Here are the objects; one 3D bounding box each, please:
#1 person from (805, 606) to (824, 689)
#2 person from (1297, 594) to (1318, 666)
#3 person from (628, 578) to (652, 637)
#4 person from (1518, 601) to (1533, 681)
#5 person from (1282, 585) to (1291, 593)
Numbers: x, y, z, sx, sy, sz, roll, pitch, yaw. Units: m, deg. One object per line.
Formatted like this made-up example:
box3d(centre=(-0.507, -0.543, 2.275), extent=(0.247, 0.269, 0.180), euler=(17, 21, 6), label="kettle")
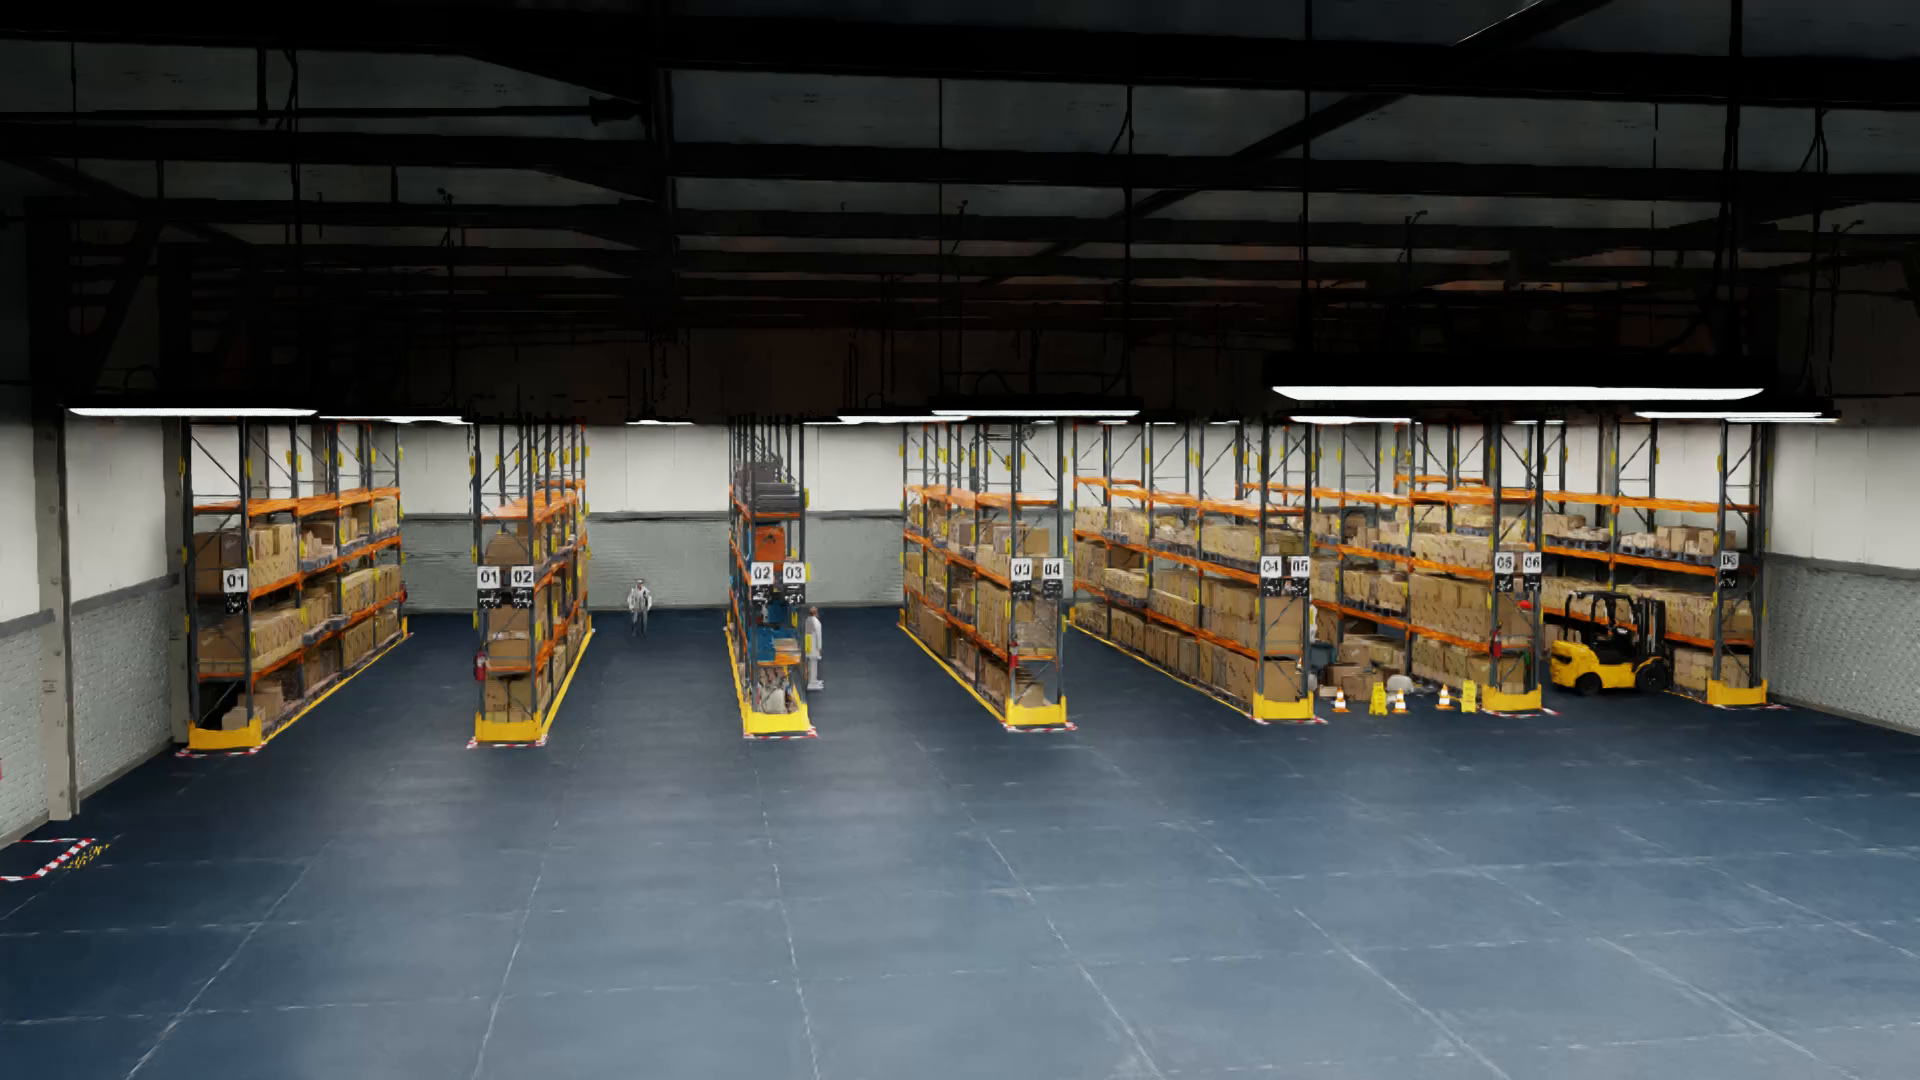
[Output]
box3d(centre=(-3.167, 2.338, 36.406), extent=(0.522, 1.790, 0.652), euler=(-2, 5, -32), label="person")
box3d(centre=(8.193, 2.151, 39.221), extent=(0.574, 1.783, 0.658), euler=(1, 4, 18), label="person")
box3d(centre=(-8.719, 1.838, 45.277), extent=(0.639, 1.632, 0.506), euler=(-1, 4, -12), label="person")
box3d(centre=(12.683, 2.264, 37.493), extent=(0.494, 1.786, 0.606), euler=(1, 4, 19), label="person")
box3d(centre=(8.340, 1.988, 42.615), extent=(0.477, 1.667, 0.521), euler=(1, 4, 17), label="person")
